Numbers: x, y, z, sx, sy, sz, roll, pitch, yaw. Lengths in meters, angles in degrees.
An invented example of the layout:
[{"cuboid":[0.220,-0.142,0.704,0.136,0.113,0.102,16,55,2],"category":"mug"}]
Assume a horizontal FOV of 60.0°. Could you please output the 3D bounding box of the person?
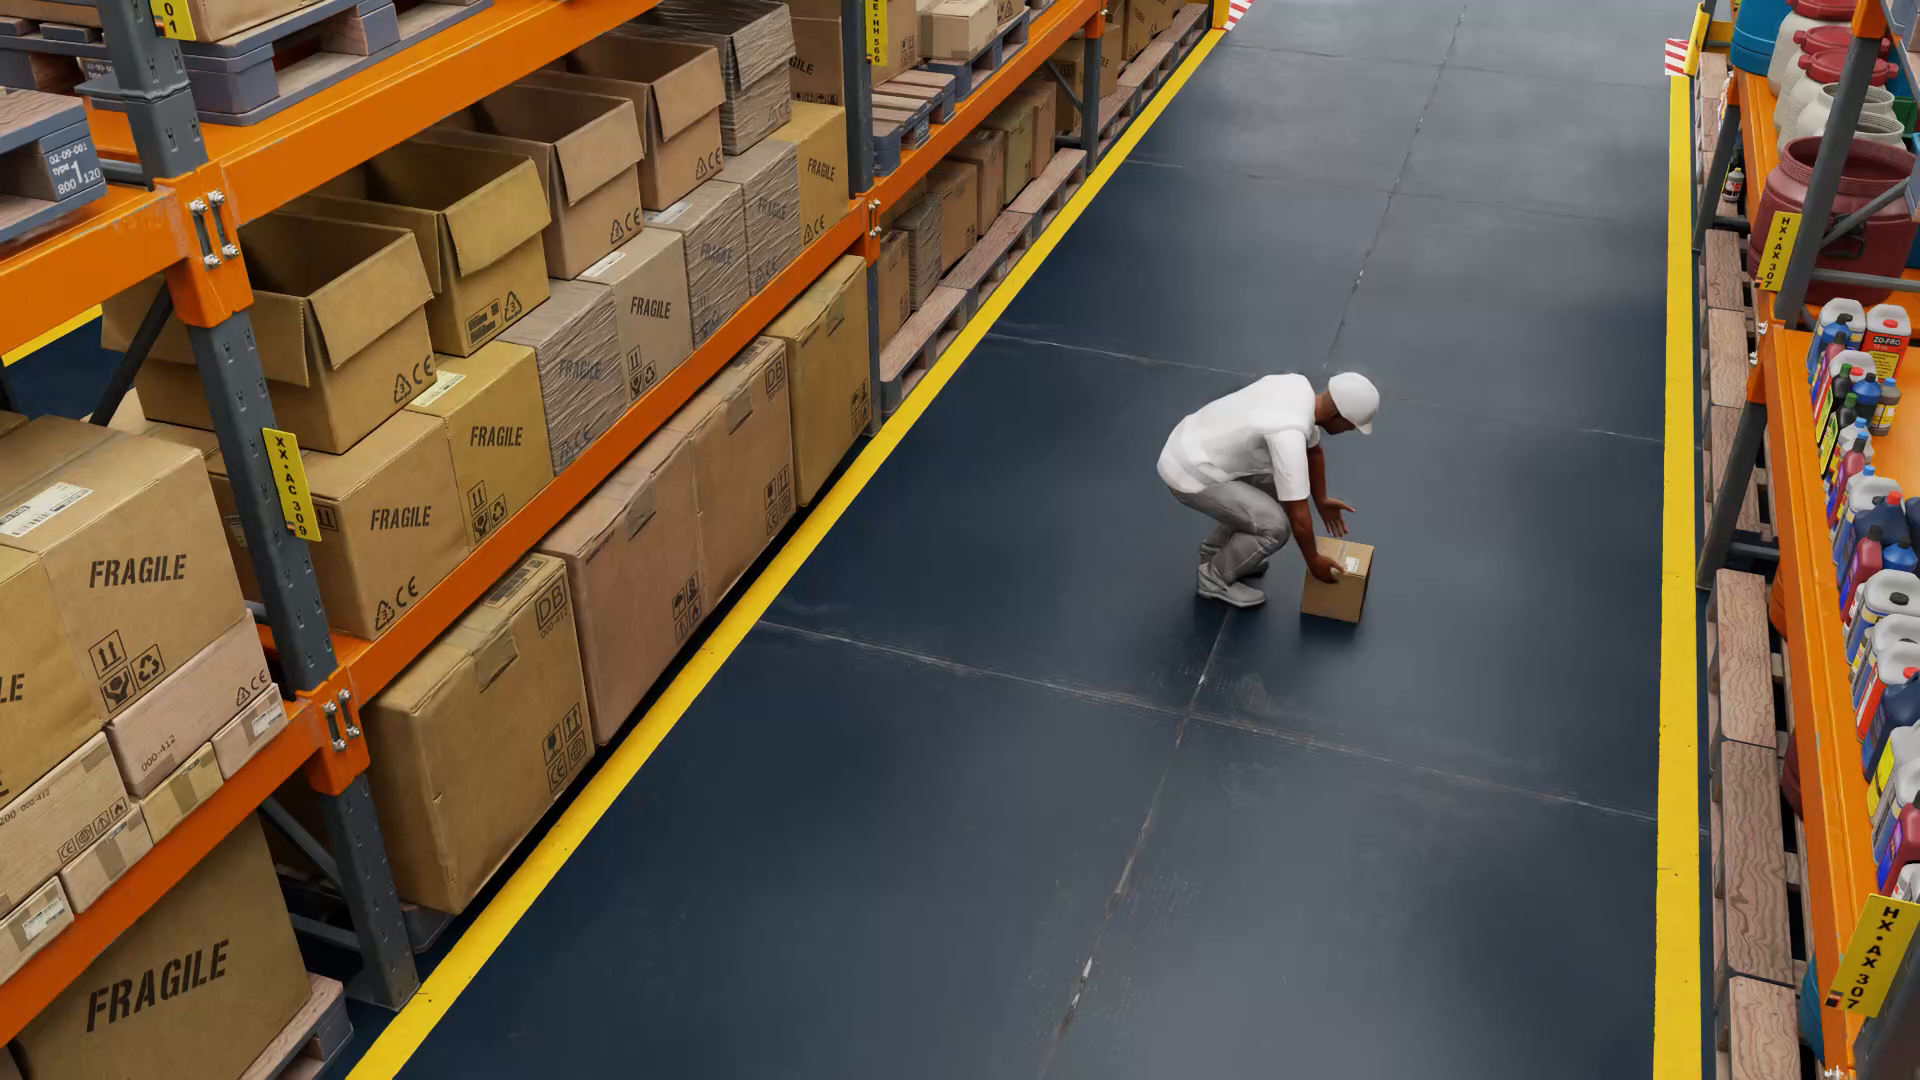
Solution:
[{"cuboid":[1.302,-0.273,7.163,0.874,1.086,0.602,11,35,16],"category":"person"}]
